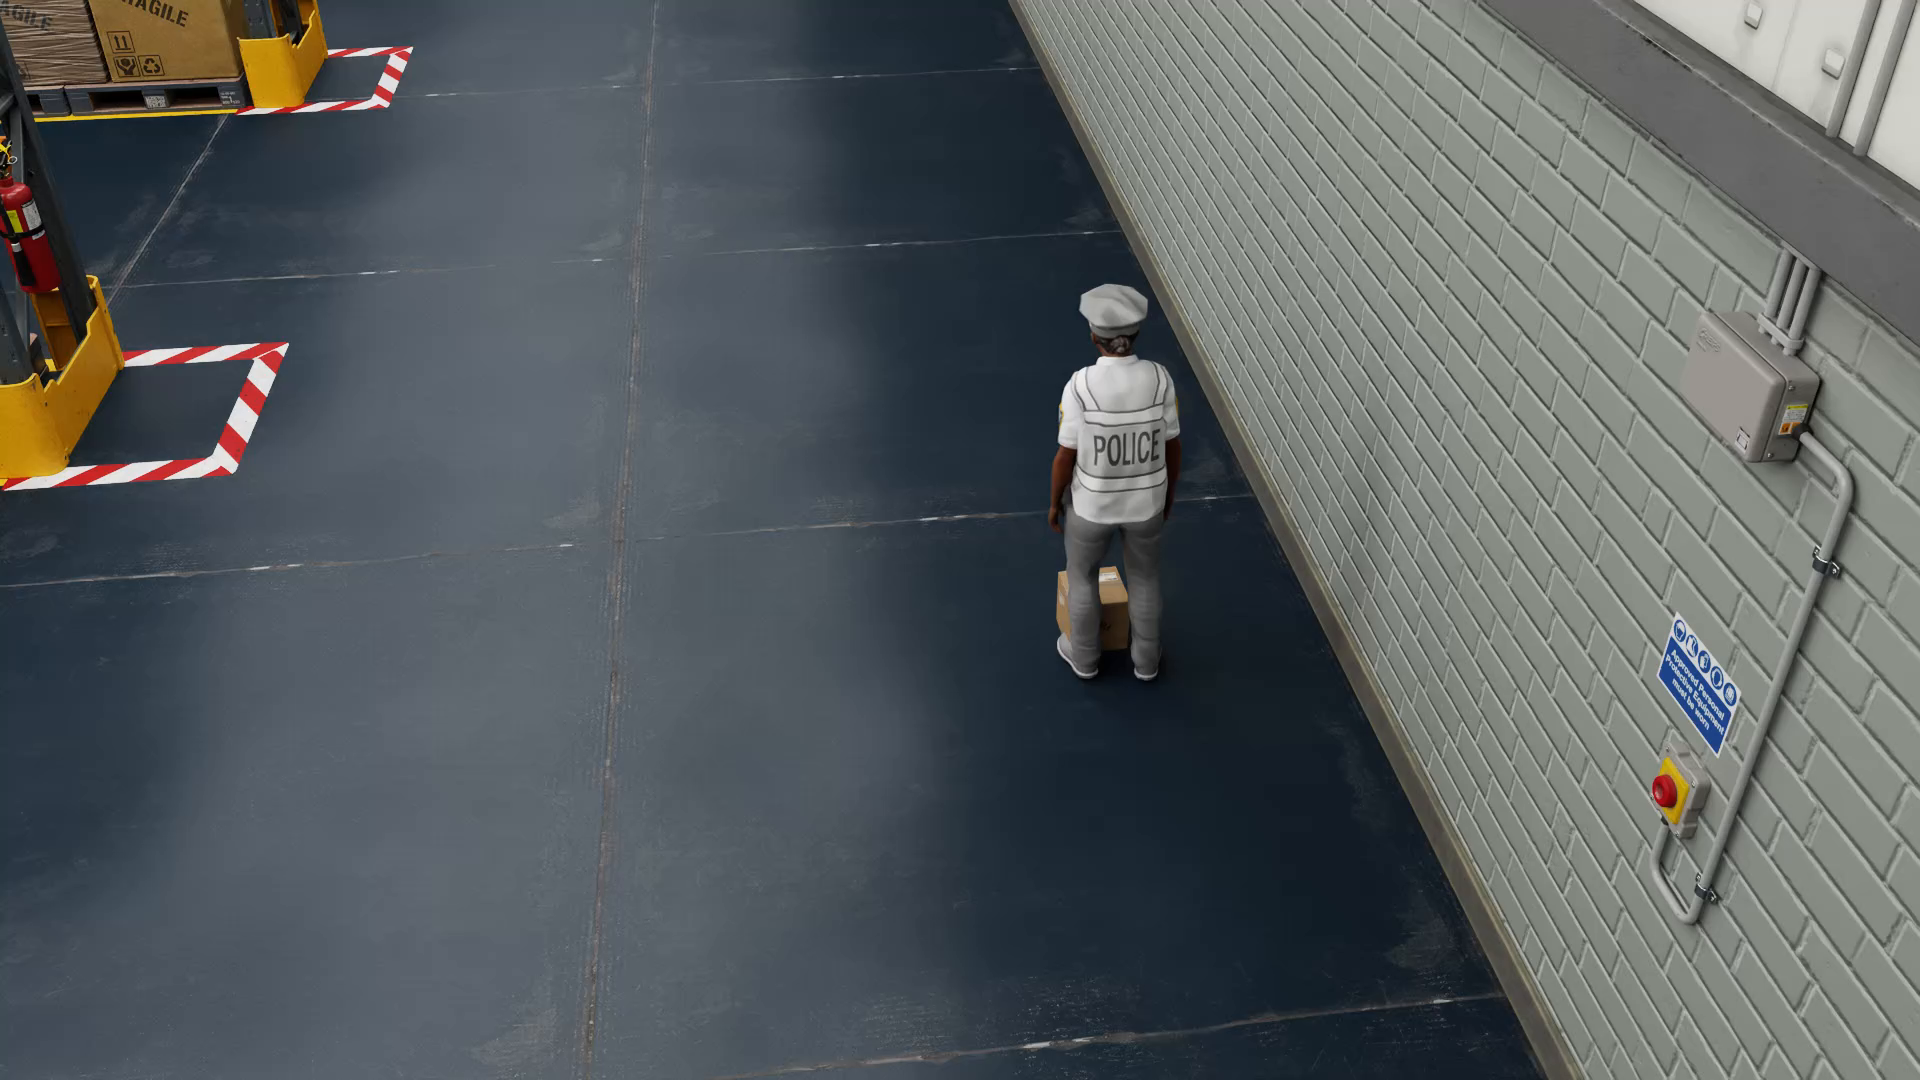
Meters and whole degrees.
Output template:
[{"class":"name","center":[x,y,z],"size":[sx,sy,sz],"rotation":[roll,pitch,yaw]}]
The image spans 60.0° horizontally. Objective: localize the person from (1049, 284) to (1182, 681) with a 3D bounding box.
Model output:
[{"class":"person","center":[0.593,-0.157,6.371],"size":[0.517,1.657,0.417],"rotation":[-5,35,-7]}]
